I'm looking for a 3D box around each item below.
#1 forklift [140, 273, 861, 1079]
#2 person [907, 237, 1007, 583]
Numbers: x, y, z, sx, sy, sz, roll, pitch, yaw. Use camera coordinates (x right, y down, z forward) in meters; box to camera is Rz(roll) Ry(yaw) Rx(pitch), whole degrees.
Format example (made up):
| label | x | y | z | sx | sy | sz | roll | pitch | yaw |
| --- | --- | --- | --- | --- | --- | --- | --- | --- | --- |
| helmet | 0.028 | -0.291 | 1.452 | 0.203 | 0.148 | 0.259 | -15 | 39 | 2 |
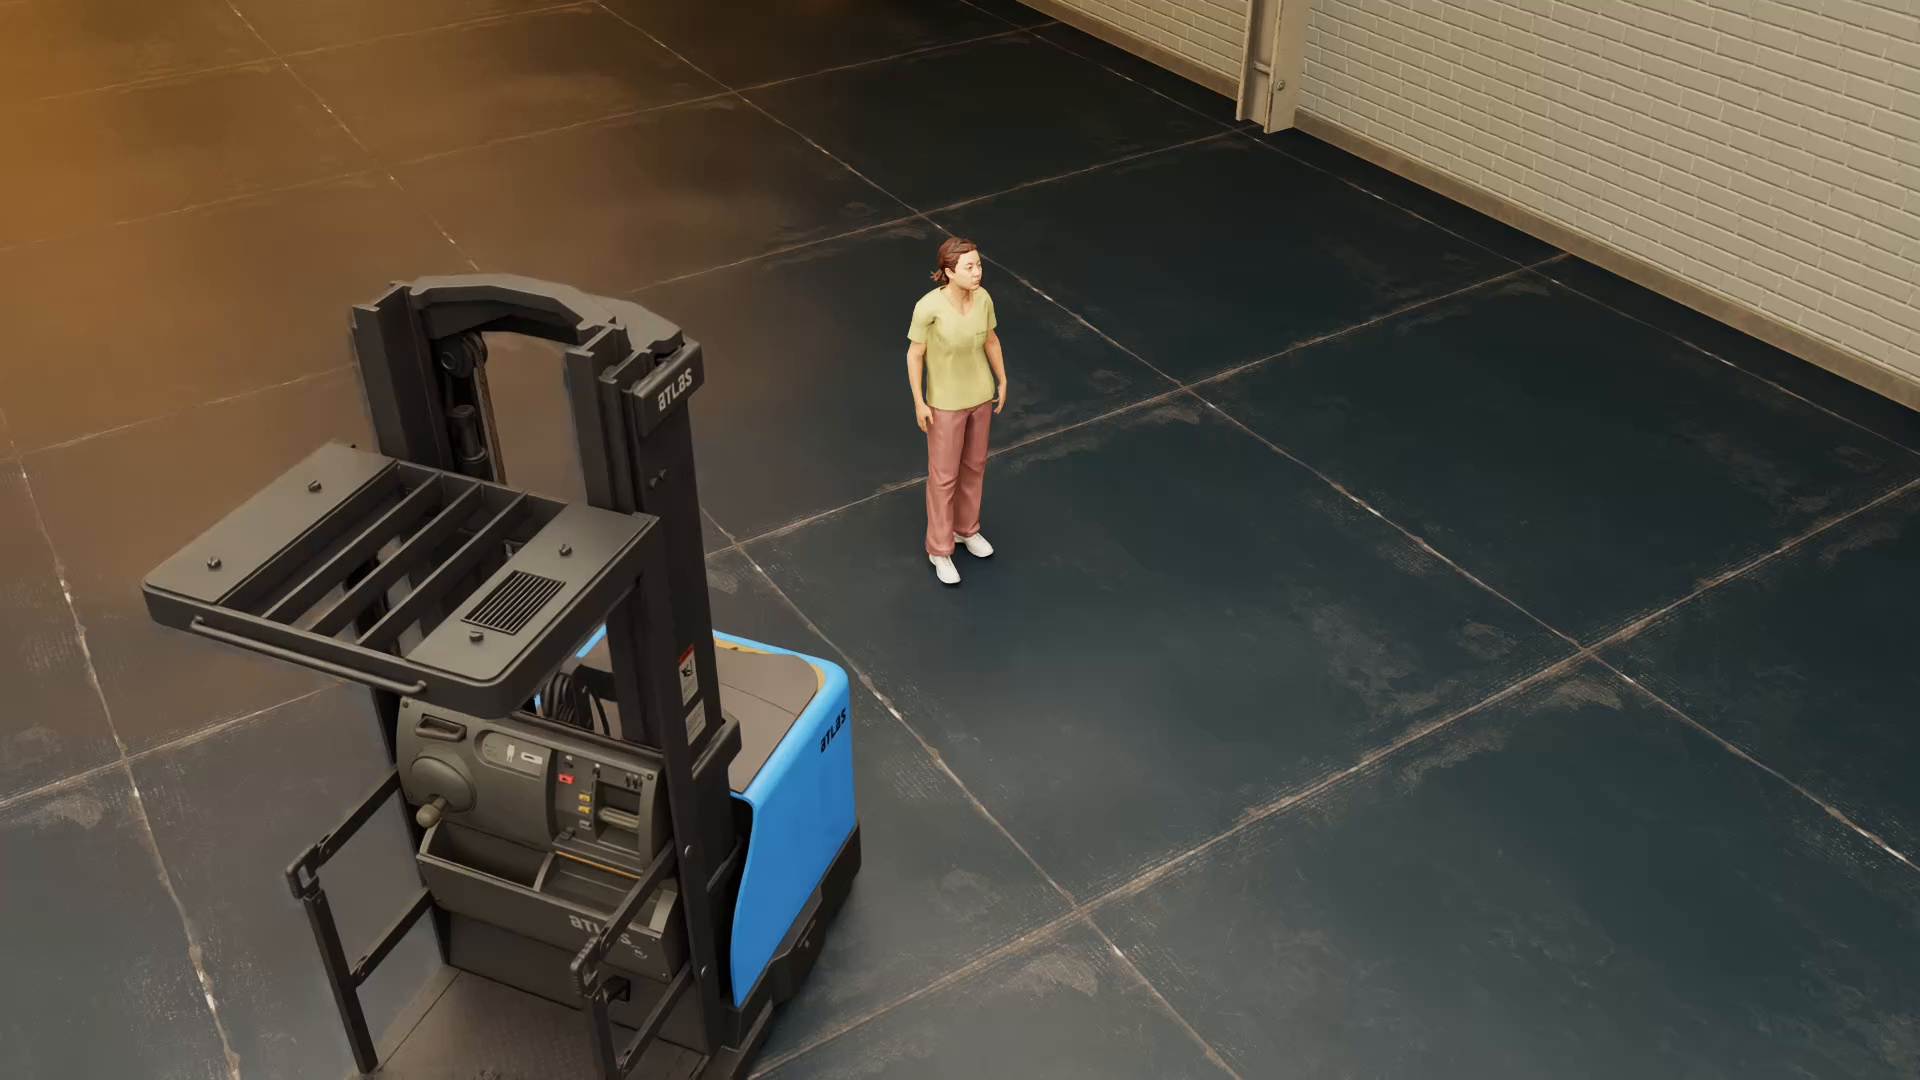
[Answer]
| label | x | y | z | sx | sy | sz | roll | pitch | yaw |
| --- | --- | --- | --- | --- | --- | --- | --- | --- | --- |
| forklift | -1.420 | 0.825 | 4.974 | 1.130 | 2.935 | 3.031 | 13 | 37 | 18 |
| person | 0.031 | -0.652 | 8.156 | 0.555 | 1.675 | 0.549 | -21 | 40 | -27 |
